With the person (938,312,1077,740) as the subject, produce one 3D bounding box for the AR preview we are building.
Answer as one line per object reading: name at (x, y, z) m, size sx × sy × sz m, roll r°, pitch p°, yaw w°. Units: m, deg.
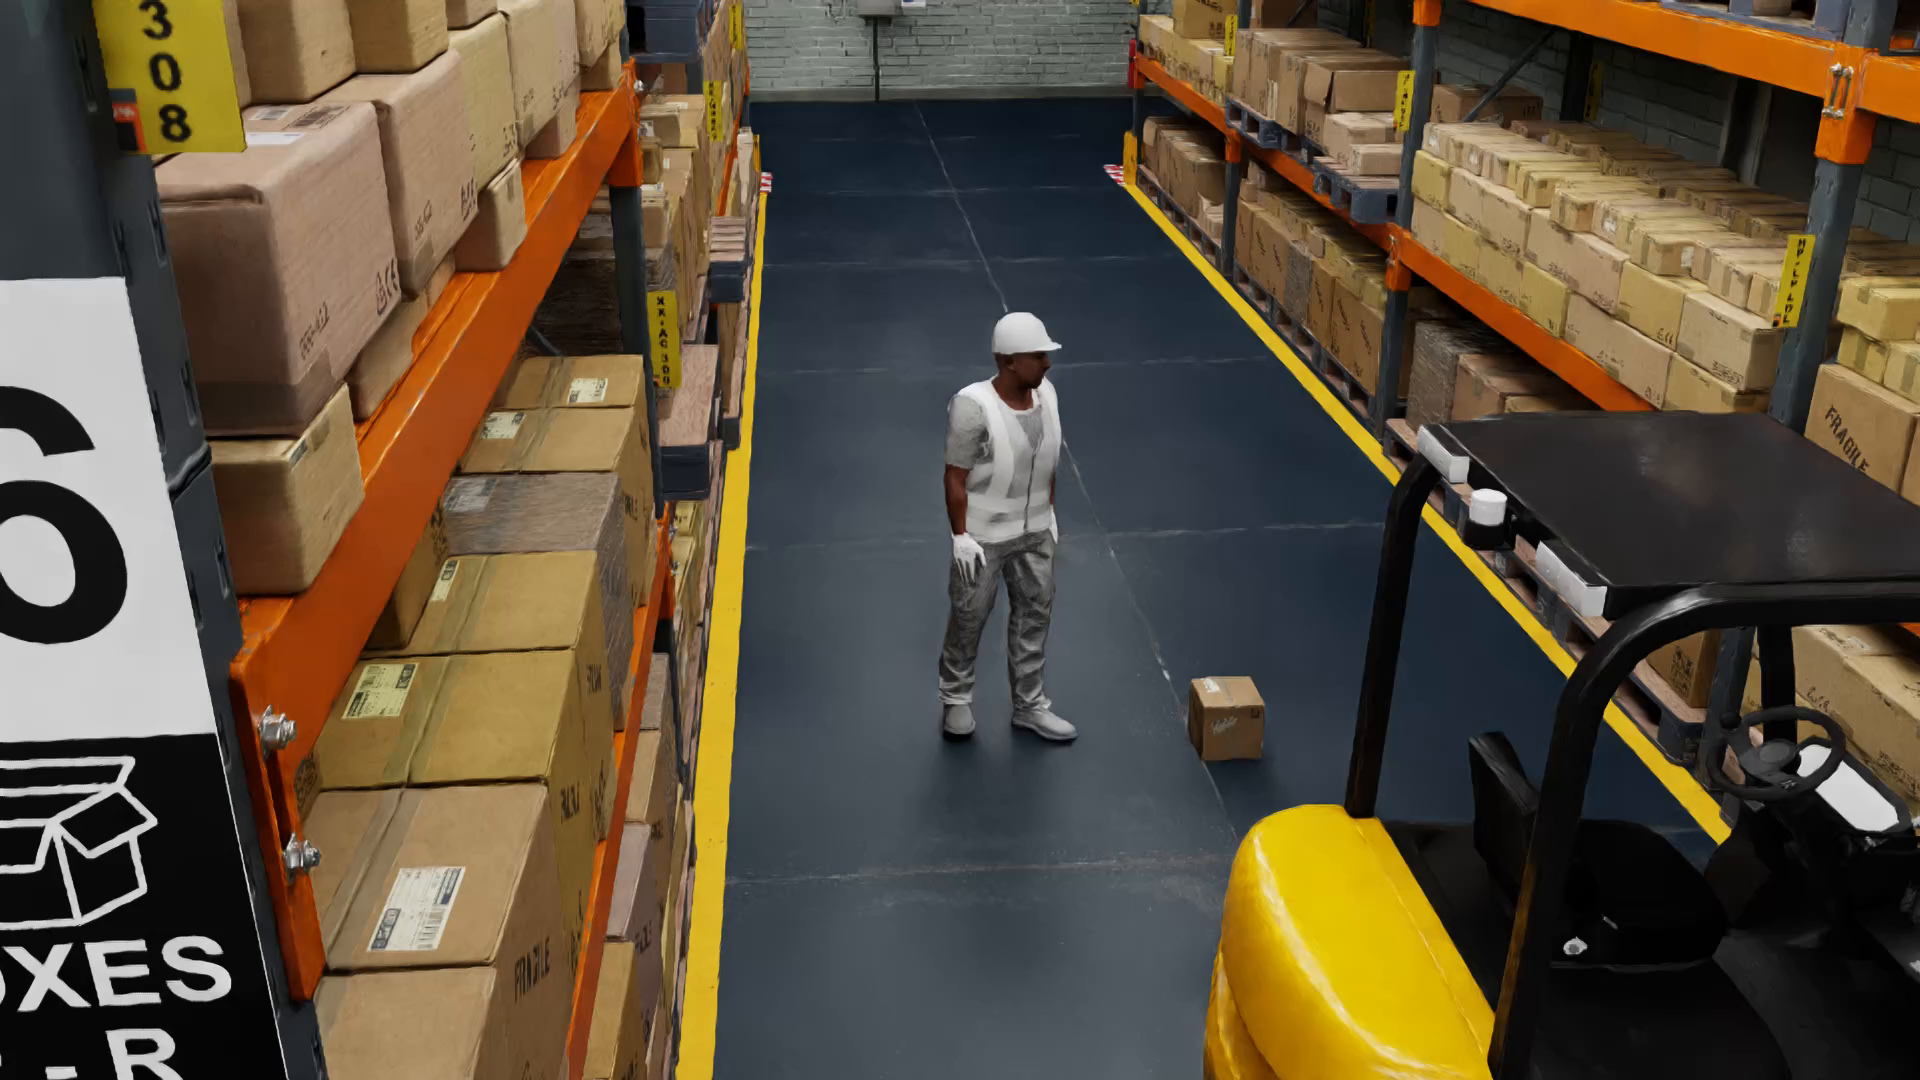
person at (0.192, -0.035, 6.638) m, size 0.566 × 1.788 × 0.534 m, roll -16°, pitch 28°, yaw -33°
